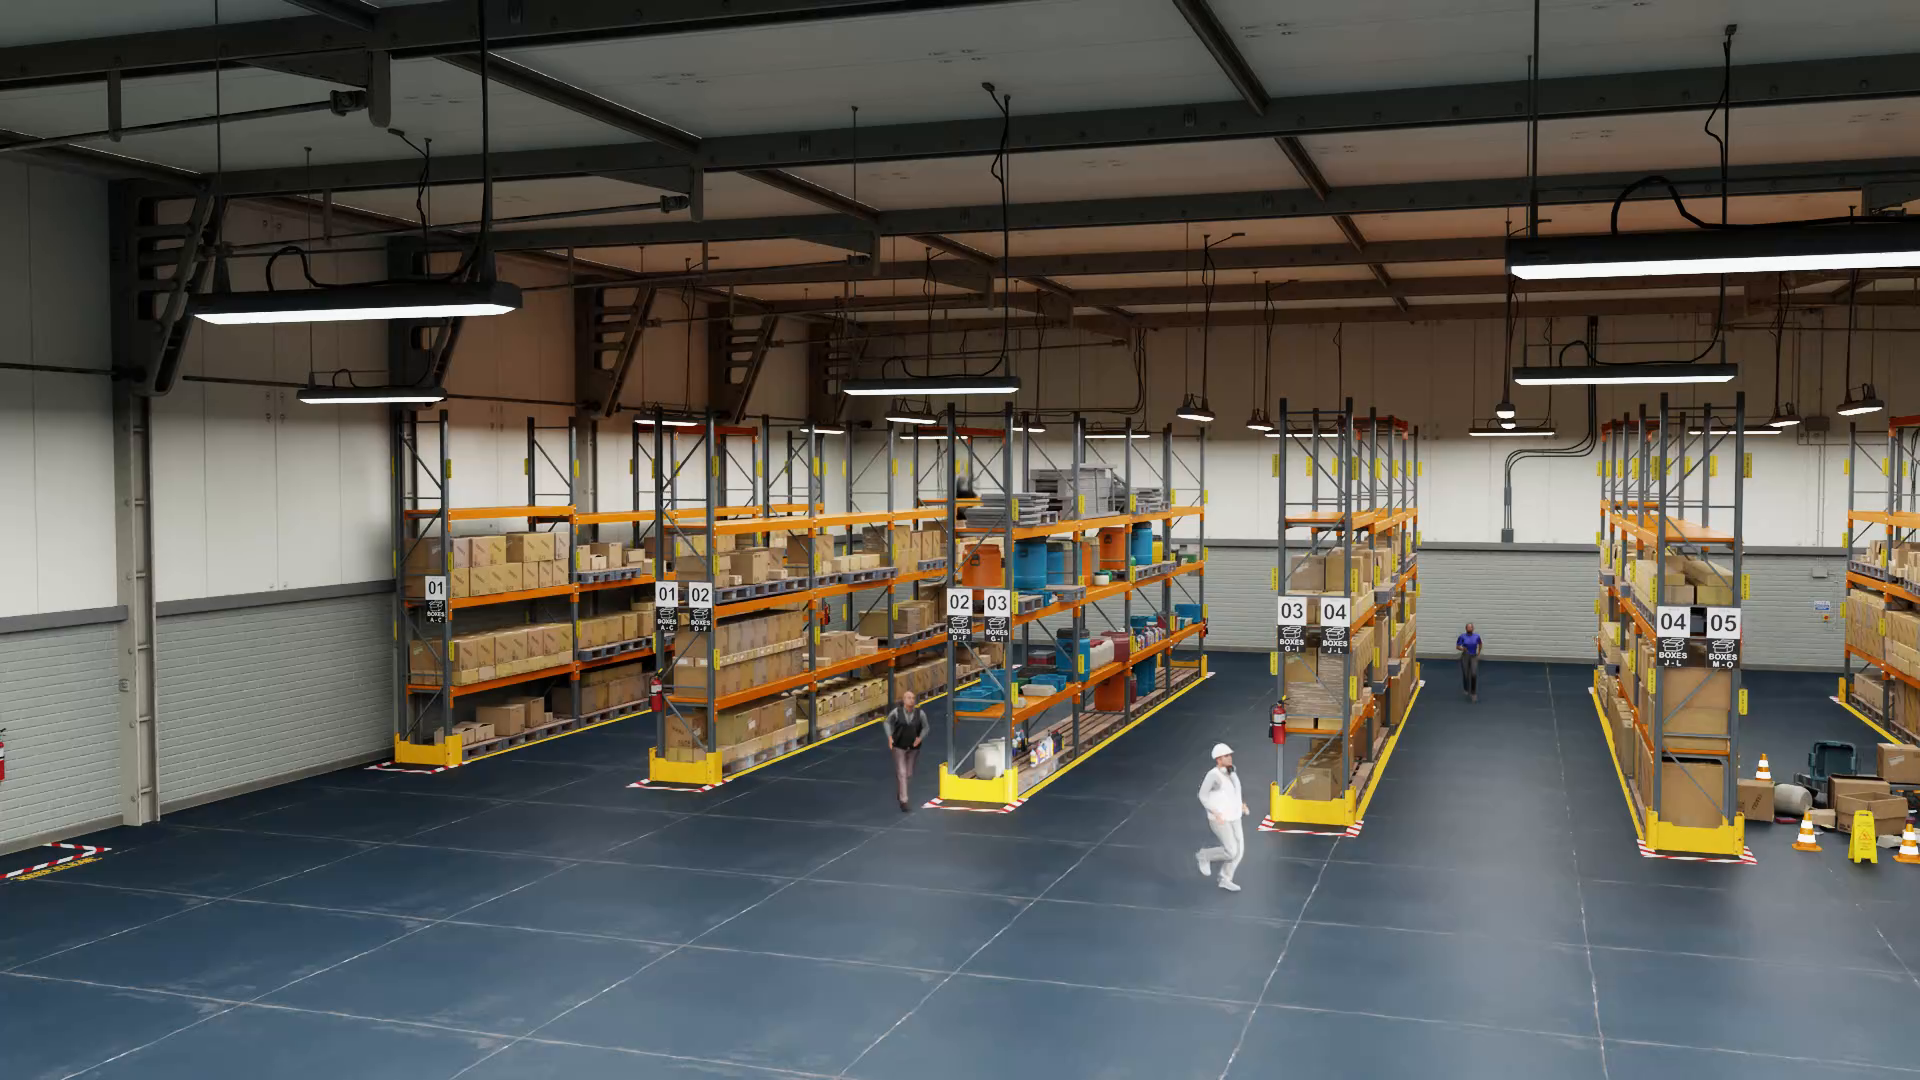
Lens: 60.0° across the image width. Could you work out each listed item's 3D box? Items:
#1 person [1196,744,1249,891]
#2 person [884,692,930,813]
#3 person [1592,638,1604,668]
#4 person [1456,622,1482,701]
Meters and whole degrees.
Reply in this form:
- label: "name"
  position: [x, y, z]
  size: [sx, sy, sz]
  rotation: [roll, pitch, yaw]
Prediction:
- label: "person"
  position: [3.129, 3.293, 19.826]
  size: [0.659, 1.729, 0.586]
  rotation: [-2, 3, -44]
- label: "person"
  position: [-0.774, 3.089, 24.542]
  size: [0.658, 1.720, 0.915]
  rotation: [-1, 3, -15]
- label: "person"
  position: [14.860, 2.594, 38.211]
  size: [0.637, 1.554, 0.556]
  rotation: [1, 3, 16]
- label: "person"
  position: [11.056, 2.651, 36.137]
  size: [0.560, 1.703, 0.754]
  rotation: [1, 3, 15]
